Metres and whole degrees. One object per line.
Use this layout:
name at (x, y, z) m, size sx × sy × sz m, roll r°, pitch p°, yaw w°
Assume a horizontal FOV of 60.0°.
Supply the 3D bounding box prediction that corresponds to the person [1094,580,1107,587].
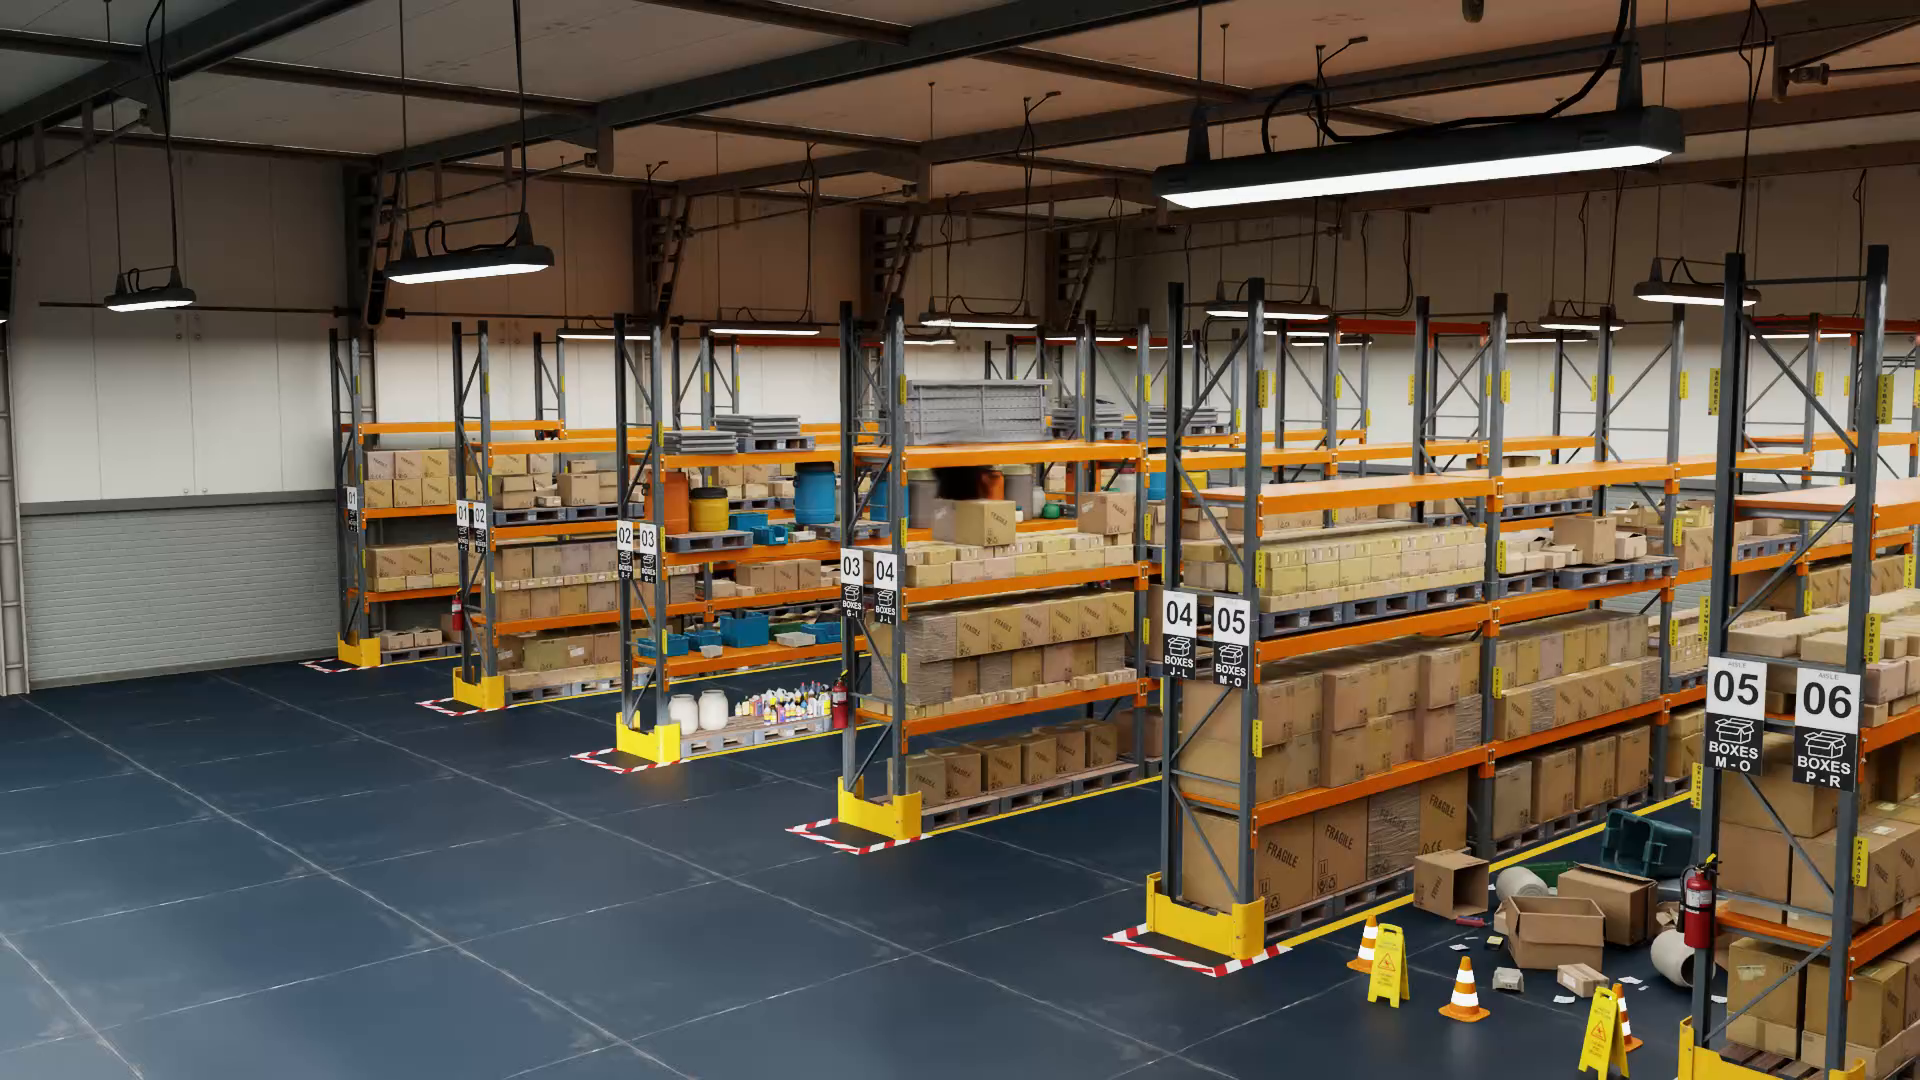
person at (2.559, 1.200, 31.598) m, size 0.734 × 1.717 × 0.651 m, roll -5°, pitch 8°, yaw -44°

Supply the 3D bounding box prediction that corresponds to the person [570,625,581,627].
person at (-6.800, 1.525, 29.151) m, size 0.531 × 1.537 × 0.539 m, roll 5°, pitch 7°, yaw 40°
